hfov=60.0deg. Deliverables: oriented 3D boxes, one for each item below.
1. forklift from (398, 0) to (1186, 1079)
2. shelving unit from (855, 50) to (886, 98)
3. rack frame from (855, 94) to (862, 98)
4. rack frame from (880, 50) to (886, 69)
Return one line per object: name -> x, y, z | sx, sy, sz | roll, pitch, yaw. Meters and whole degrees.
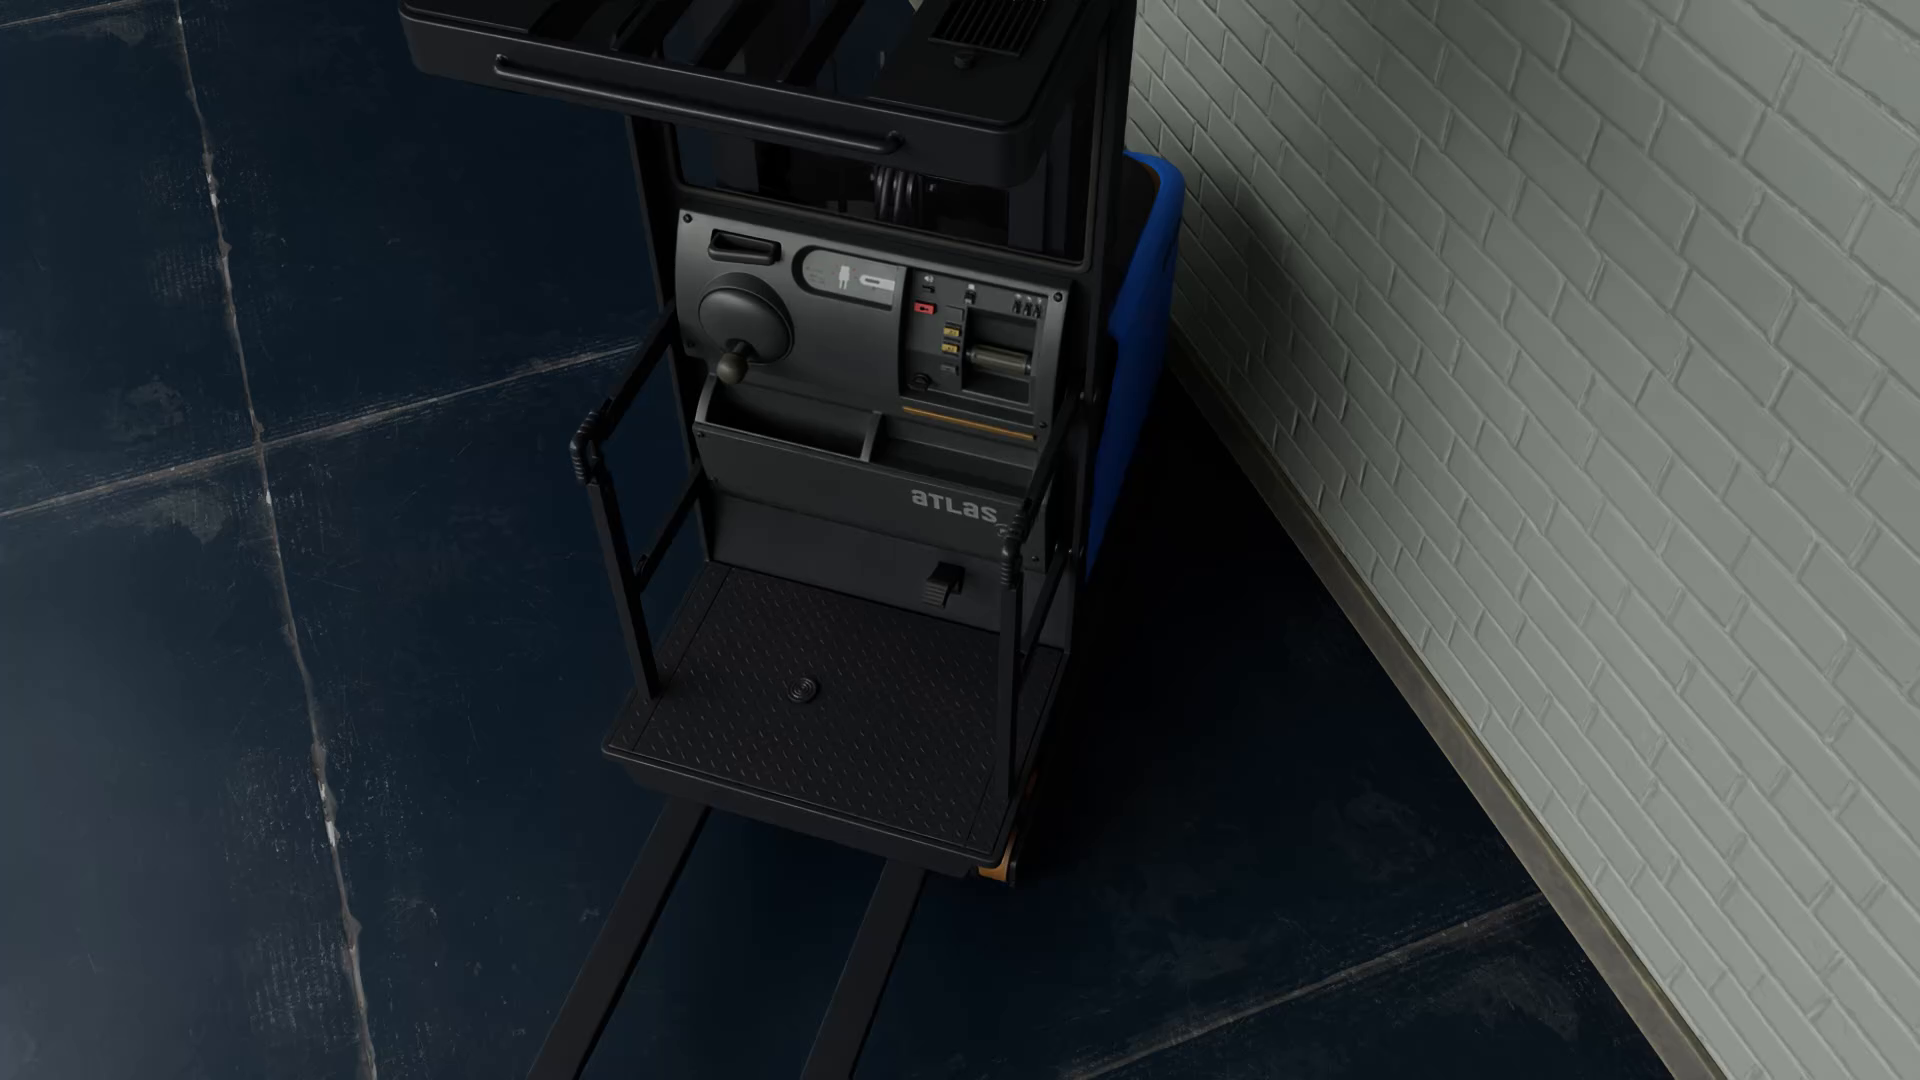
forklift -> -0.276, -0.394, 3.657 | 1.130, 2.935, 3.031 | 14, 51, 12
shelving unit -> -0.185, -1.073, 5.479 | 0.215, 1.050, 0.252 | 12, 51, 10
rack frame -> -0.219, -0.984, 5.403 | 0.200, 1.050, 0.008 | 12, 51, 10
rack frame -> -0.151, -1.162, 5.555 | 0.200, 1.050, 0.008 | 12, 51, 10
